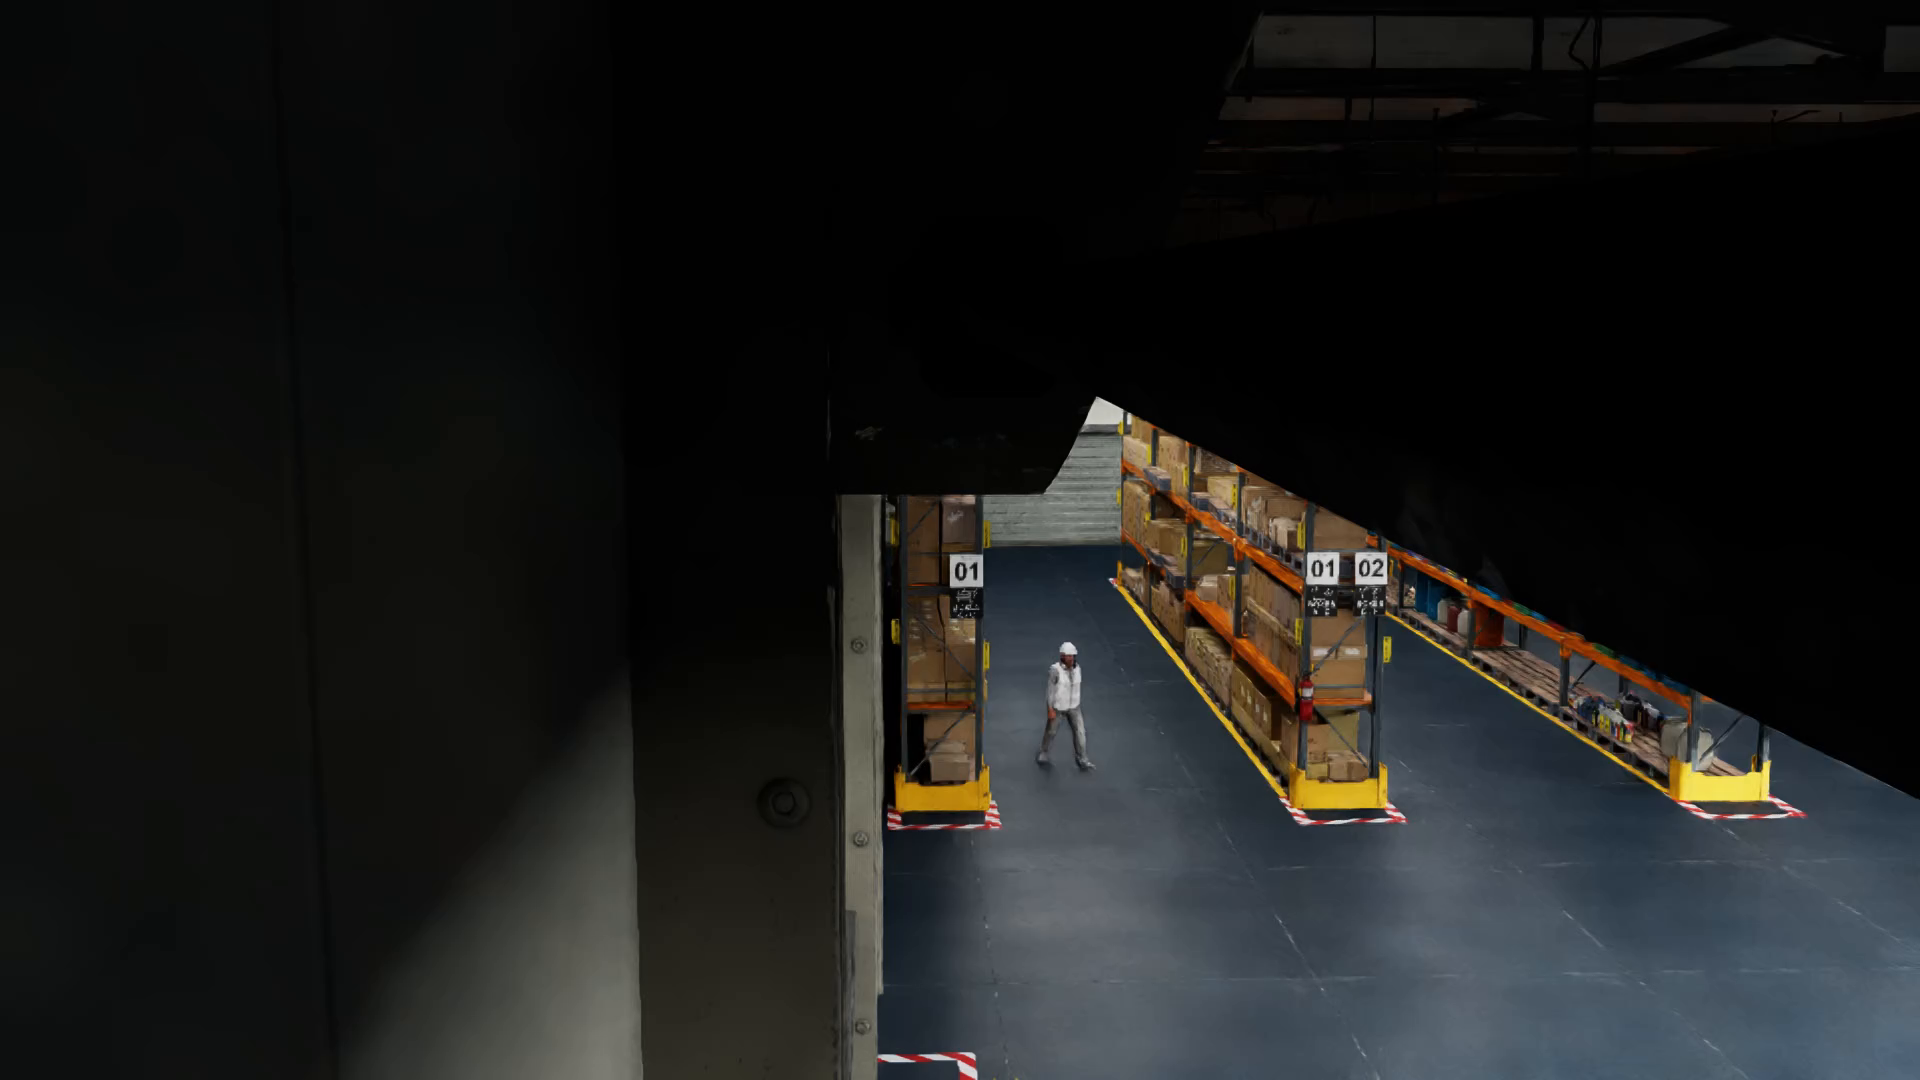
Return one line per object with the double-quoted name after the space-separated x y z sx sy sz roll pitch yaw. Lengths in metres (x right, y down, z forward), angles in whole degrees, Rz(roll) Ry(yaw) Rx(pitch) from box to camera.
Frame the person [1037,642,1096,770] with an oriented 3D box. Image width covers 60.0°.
1.406 2.208 22.325 0.576 1.734 0.955 -4 9 -25 "person"
